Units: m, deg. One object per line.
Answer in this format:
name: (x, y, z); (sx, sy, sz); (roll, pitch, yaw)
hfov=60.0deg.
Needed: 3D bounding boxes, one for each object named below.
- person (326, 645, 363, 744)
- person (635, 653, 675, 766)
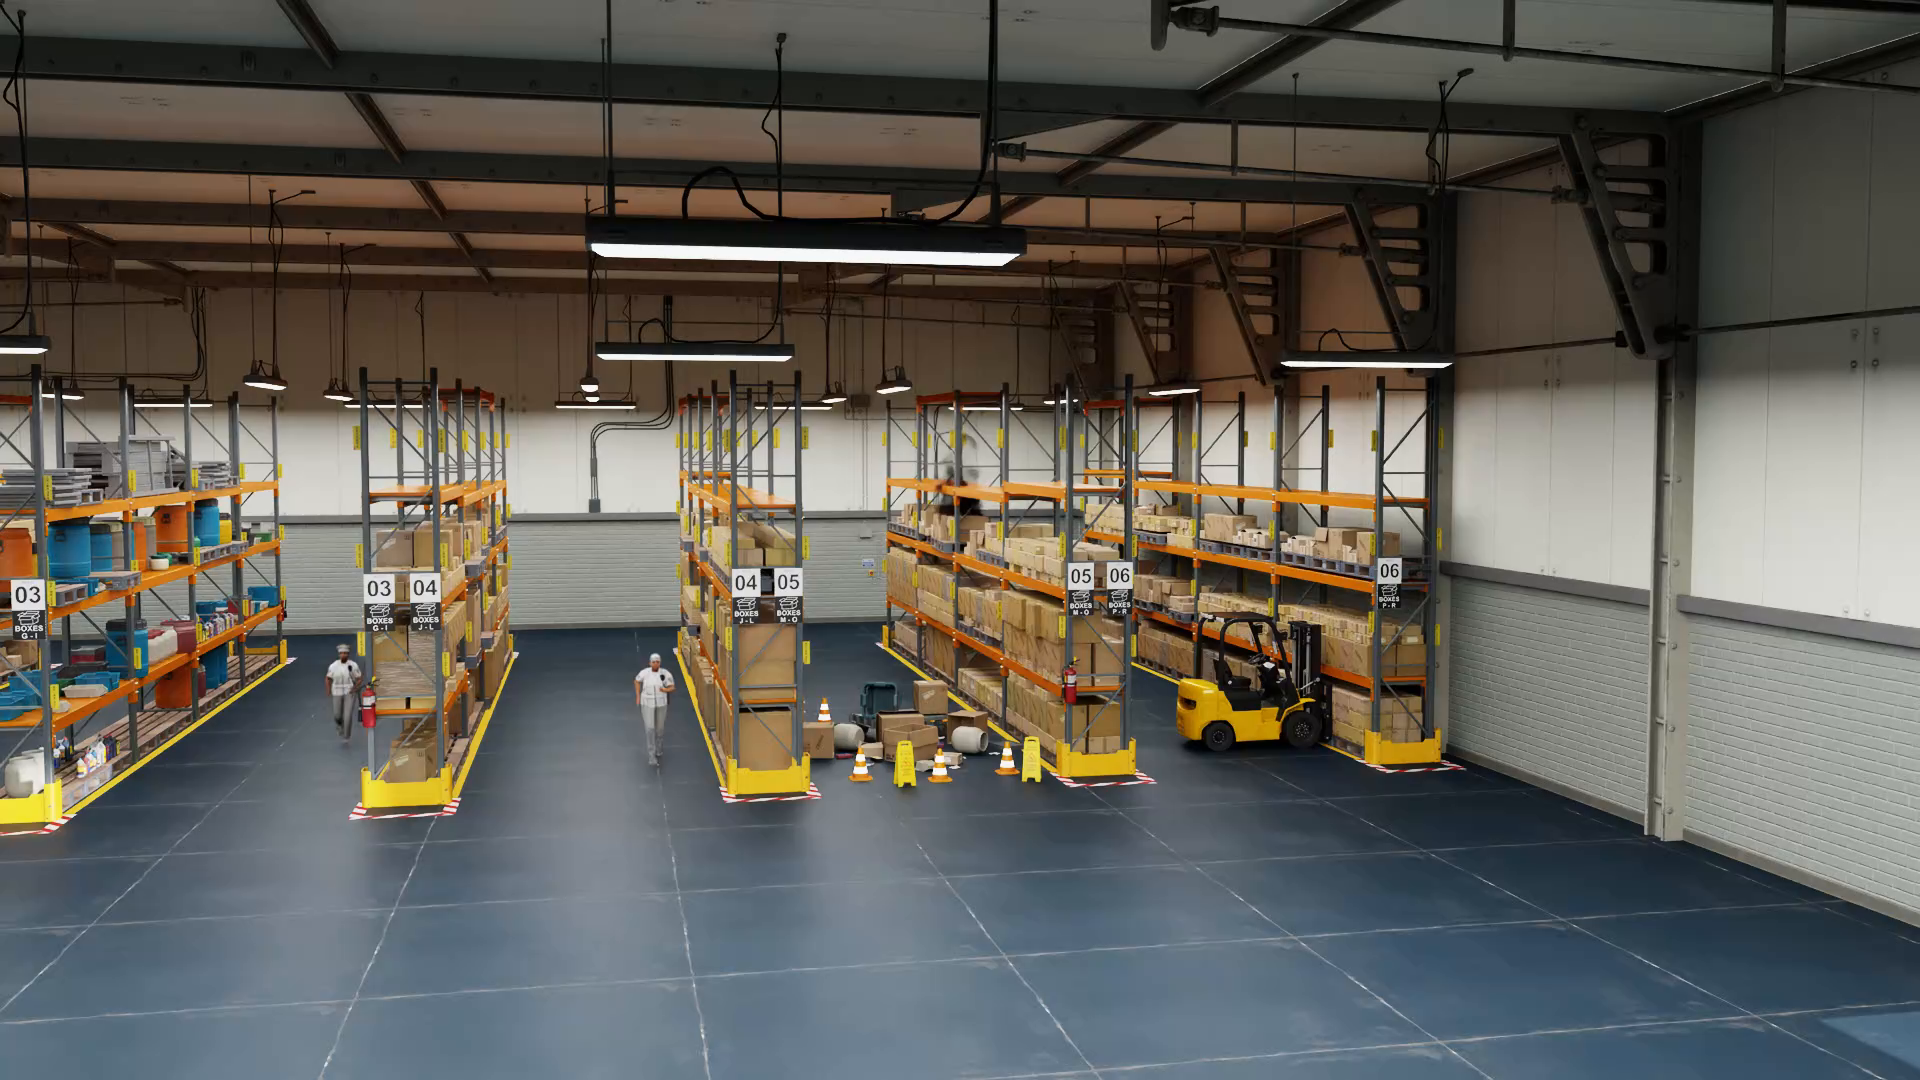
person: (-10.176, 2.544, 27.478); (0.588, 1.651, 0.563); (-1, 4, -16)
person: (-4.764, 2.615, 25.987); (0.571, 1.711, 0.838); (-1, 4, -18)
